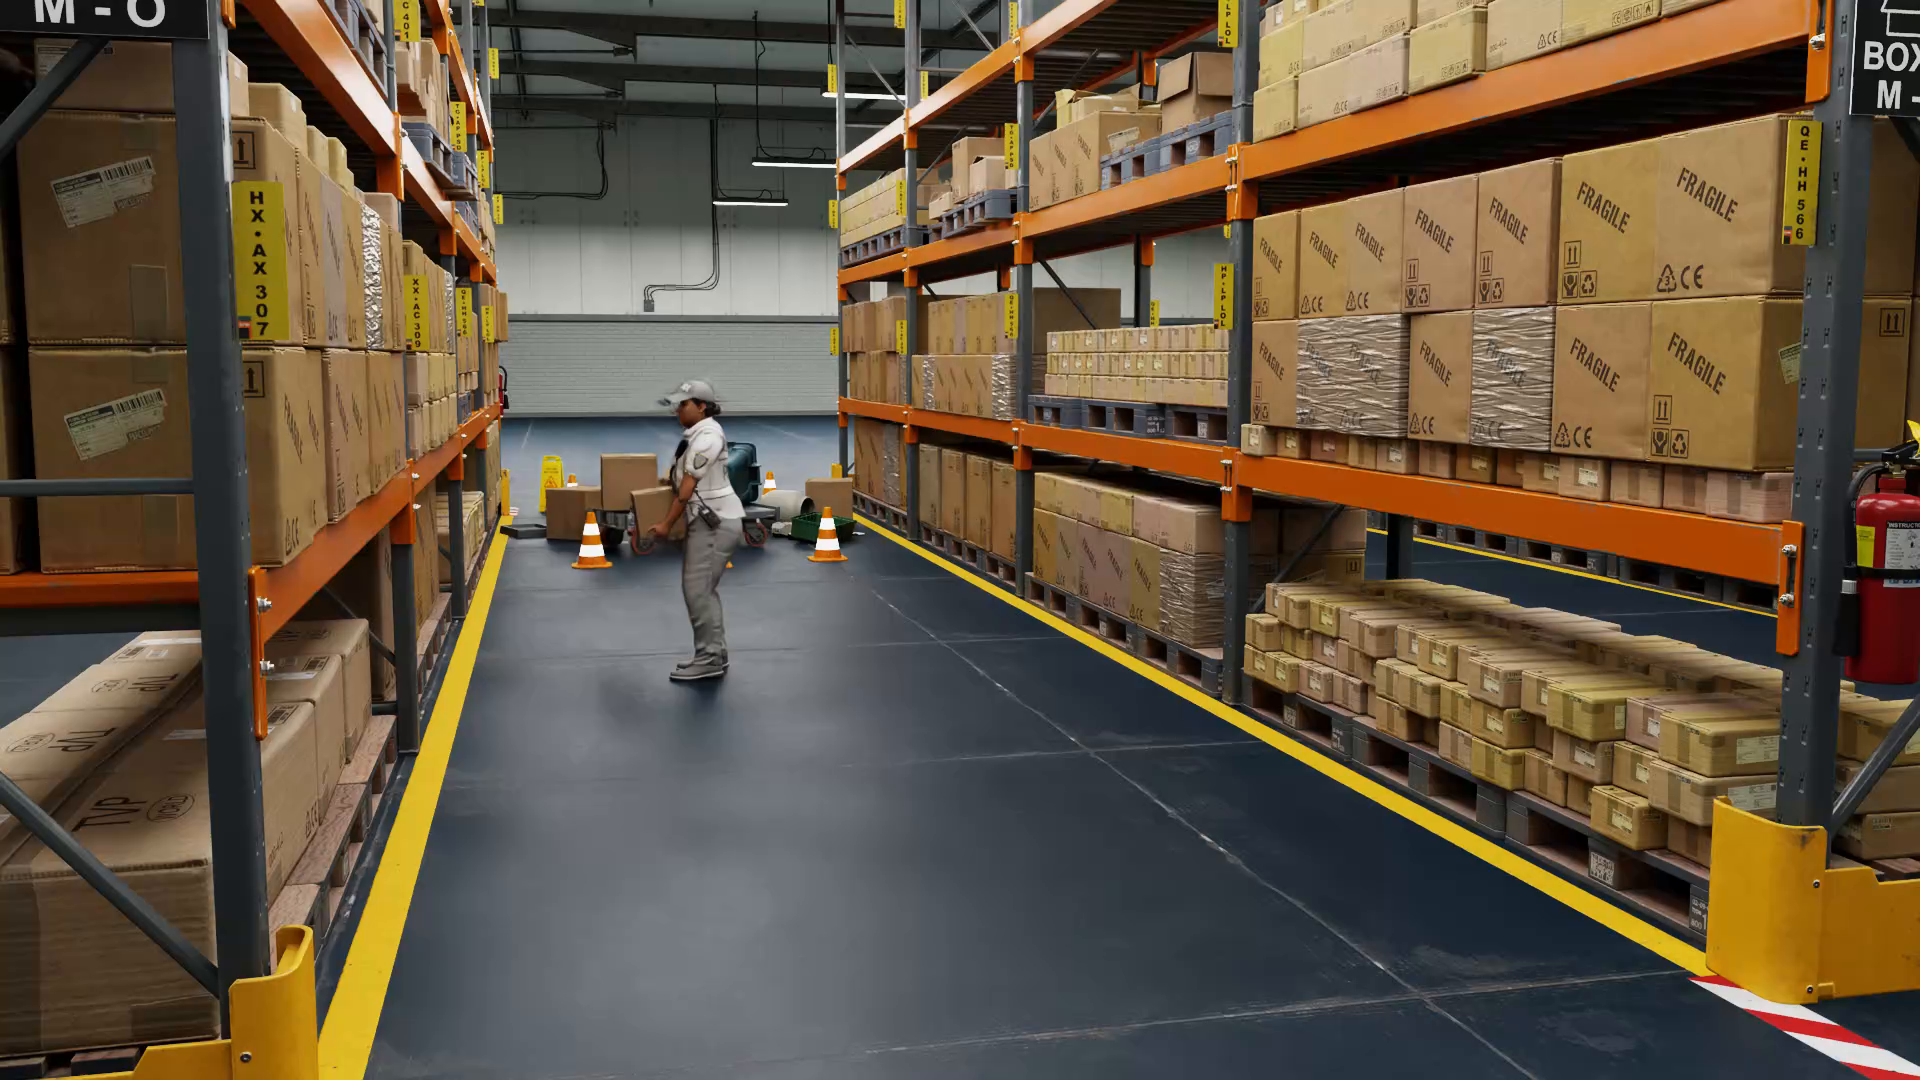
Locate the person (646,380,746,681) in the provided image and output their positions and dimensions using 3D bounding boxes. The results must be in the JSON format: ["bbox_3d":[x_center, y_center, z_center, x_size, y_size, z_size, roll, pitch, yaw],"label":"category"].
[{"bbox_3d":[-1.481,-0.059,9.280,0.559,1.660,0.452,-2,6,-15],"label":"person"}]
